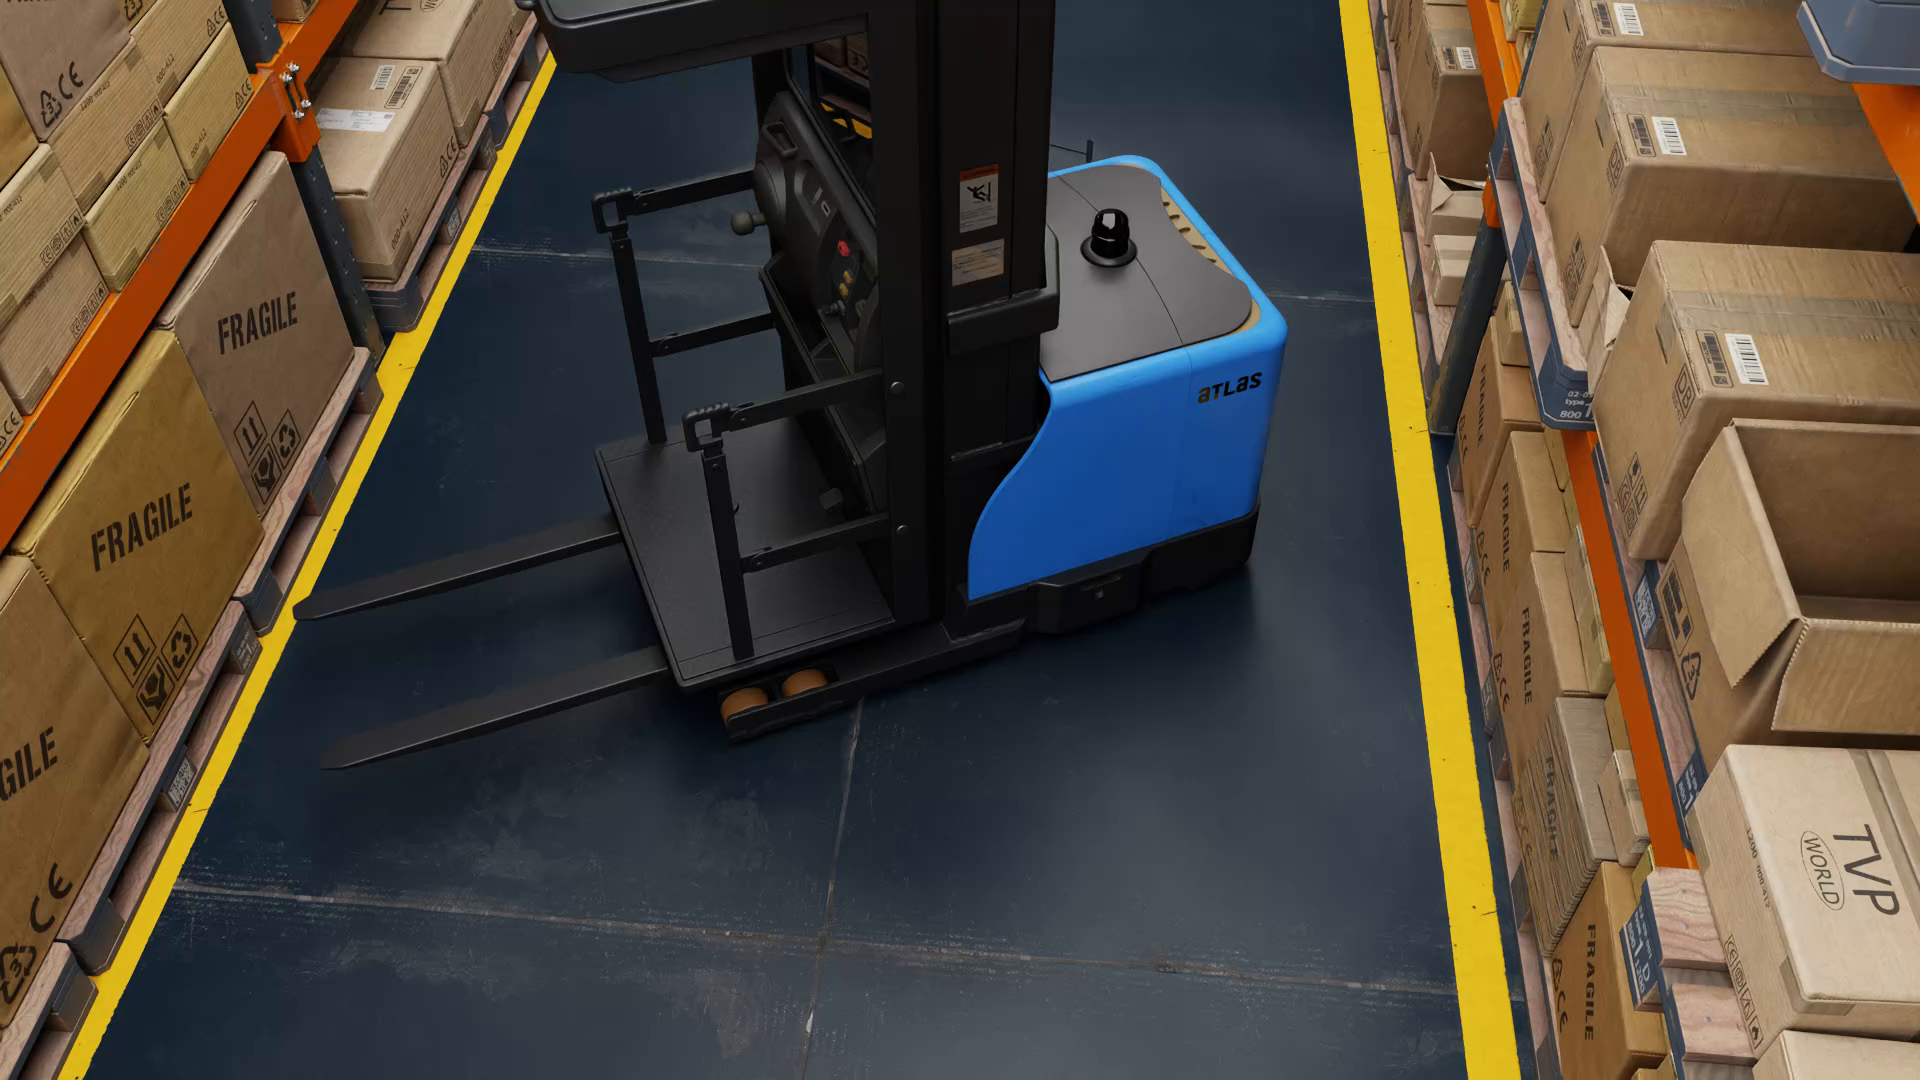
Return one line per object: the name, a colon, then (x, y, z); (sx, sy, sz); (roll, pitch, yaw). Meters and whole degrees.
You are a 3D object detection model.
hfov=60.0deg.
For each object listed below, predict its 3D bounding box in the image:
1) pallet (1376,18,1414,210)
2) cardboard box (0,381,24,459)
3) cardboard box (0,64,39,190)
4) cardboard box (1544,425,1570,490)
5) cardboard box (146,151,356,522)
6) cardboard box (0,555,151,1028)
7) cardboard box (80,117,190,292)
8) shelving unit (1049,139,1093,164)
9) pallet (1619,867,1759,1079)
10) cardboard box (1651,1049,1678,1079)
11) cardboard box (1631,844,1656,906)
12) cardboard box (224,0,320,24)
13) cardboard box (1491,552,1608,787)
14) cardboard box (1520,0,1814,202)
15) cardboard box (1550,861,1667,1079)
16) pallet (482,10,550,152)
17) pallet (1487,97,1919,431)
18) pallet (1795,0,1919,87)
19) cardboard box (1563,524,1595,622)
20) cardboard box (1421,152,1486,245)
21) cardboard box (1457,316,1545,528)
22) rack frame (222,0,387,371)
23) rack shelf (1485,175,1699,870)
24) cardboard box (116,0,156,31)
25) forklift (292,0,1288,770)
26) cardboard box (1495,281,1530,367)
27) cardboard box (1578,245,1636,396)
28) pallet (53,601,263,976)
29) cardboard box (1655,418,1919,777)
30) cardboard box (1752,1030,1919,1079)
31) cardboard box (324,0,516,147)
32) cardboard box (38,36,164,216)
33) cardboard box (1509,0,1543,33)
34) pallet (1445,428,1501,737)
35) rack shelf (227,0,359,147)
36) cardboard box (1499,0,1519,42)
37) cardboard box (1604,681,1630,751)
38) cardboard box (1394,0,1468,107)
pallet: (2.398, -1.869, 7.317); (1.003, 0.211, 1.213); (4, 48, 4)
cardboard box: (-2.663, -0.217, 4.017); (0.500, 0.250, 0.500); (4, 48, 4)
cardboard box: (-2.614, -1.012, 3.897); (0.500, 0.500, 0.500); (5, 48, 5)
cardboard box: (1.968, -0.280, 4.943); (0.380, 0.149, 0.250); (2, 48, 2)
cardboard box: (-2.695, -0.702, 5.514); (0.875, 0.875, 0.875); (5, 48, 5)
cardboard box: (-2.851, 0.620, 4.306); (0.875, 0.875, 0.875); (4, 48, 4)
cardboard box: (-2.555, -0.967, 4.703); (0.500, 0.250, 0.500); (3, 48, 3)
shelving unit: (0.313, -1.059, 6.109); (0.258, 0.900, 0.210); (18, 50, 16)
pallet: (1.853, 1.094, 2.846); (1.213, 0.211, 1.003); (4, 48, 4)
cardboard box: (1.716, 1.242, 3.551); (0.380, 0.149, 0.250); (2, 48, 2)
cardboard box: (1.807, 0.868, 3.893); (0.380, 0.149, 0.250); (3, 48, 3)
cardboard box: (-2.414, -2.099, 5.569); (0.500, 0.500, 0.500); (5, 48, 5)
cardboard box: (1.869, 0.394, 4.766); (0.500, 0.500, 0.500); (3, 48, 2)
cardboard box: (1.959, -1.242, 4.501); (0.700, 0.500, 0.500); (5, 48, 5)
cardboard box: (1.786, 1.157, 4.068); (0.500, 0.500, 0.500); (6, 48, 5)
pallet: (-2.462, -2.249, 7.664); (1.003, 0.211, 1.213); (4, 48, 4)
pallet: (2.044, -0.762, 4.544); (1.003, 0.211, 1.213); (4, 48, 4)
pallet: (2.005, -1.119, 2.835); (1.213, 0.211, 1.003); (4, 48, 4)
cardboard box: (1.896, 0.103, 4.592); (0.380, 0.149, 0.250); (4, 48, 3)
cardboard box: (2.016, -1.317, 6.490); (0.396, 0.266, 0.258); (5, 48, 5)
cardboard box: (1.957, -0.365, 5.460); (0.500, 0.500, 0.500); (6, 48, 5)
rack frame: (-2.718, -1.738, 5.307); (1.000, 3.000, 0.127); (4, 48, 4)
rack shelf: (2.043, 0.306, 3.925); (1.077, 0.370, 4.000); (4, 48, 4)
cardboard box: (-2.509, -1.764, 4.585); (0.500, 0.500, 0.500); (5, 48, 5)
forklift: (-0.582, -0.817, 4.511); (3.031, 2.935, 1.130); (-17, 50, -15)
cardboard box: (1.928, -0.678, 5.307); (0.380, 0.149, 0.250); (6, 48, 5)
cardboard box: (1.717, -0.508, 3.988); (0.396, 0.266, 0.258); (6, 48, 5)
pallet: (-2.822, 0.674, 4.990); (1.003, 0.211, 1.213); (4, 48, 4)
cardboard box: (1.825, 0.144, 3.231); (0.797, 0.503, 0.637); (3, 48, 3)
cardboard box: (1.539, 0.967, 2.718); (0.380, 0.149, 0.250); (5, 48, 4)
cardboard box: (-2.473, -2.127, 7.114); (0.875, 0.438, 0.875); (3, 48, 2)
cardboard box: (-2.554, -1.148, 4.530); (0.500, 0.250, 0.500); (5, 48, 4)
cardboard box: (2.029, -1.847, 5.307); (0.500, 0.250, 0.500); (5, 48, 5)
pallet: (2.189, 0.135, 5.484); (1.003, 0.211, 1.213); (4, 48, 4)
rack shelf: (-2.536, -2.965, 6.916); (1.077, 0.370, 4.000); (4, 48, 4)
cardboard box: (2.005, -1.766, 5.503); (0.380, 0.149, 0.250); (5, 48, 5)
cardboard box: (1.876, 0.486, 4.243); (0.380, 0.149, 0.250); (4, 48, 4)
cardboard box: (2.175, -2.194, 7.133); (0.500, 0.500, 0.500); (5, 48, 4)
